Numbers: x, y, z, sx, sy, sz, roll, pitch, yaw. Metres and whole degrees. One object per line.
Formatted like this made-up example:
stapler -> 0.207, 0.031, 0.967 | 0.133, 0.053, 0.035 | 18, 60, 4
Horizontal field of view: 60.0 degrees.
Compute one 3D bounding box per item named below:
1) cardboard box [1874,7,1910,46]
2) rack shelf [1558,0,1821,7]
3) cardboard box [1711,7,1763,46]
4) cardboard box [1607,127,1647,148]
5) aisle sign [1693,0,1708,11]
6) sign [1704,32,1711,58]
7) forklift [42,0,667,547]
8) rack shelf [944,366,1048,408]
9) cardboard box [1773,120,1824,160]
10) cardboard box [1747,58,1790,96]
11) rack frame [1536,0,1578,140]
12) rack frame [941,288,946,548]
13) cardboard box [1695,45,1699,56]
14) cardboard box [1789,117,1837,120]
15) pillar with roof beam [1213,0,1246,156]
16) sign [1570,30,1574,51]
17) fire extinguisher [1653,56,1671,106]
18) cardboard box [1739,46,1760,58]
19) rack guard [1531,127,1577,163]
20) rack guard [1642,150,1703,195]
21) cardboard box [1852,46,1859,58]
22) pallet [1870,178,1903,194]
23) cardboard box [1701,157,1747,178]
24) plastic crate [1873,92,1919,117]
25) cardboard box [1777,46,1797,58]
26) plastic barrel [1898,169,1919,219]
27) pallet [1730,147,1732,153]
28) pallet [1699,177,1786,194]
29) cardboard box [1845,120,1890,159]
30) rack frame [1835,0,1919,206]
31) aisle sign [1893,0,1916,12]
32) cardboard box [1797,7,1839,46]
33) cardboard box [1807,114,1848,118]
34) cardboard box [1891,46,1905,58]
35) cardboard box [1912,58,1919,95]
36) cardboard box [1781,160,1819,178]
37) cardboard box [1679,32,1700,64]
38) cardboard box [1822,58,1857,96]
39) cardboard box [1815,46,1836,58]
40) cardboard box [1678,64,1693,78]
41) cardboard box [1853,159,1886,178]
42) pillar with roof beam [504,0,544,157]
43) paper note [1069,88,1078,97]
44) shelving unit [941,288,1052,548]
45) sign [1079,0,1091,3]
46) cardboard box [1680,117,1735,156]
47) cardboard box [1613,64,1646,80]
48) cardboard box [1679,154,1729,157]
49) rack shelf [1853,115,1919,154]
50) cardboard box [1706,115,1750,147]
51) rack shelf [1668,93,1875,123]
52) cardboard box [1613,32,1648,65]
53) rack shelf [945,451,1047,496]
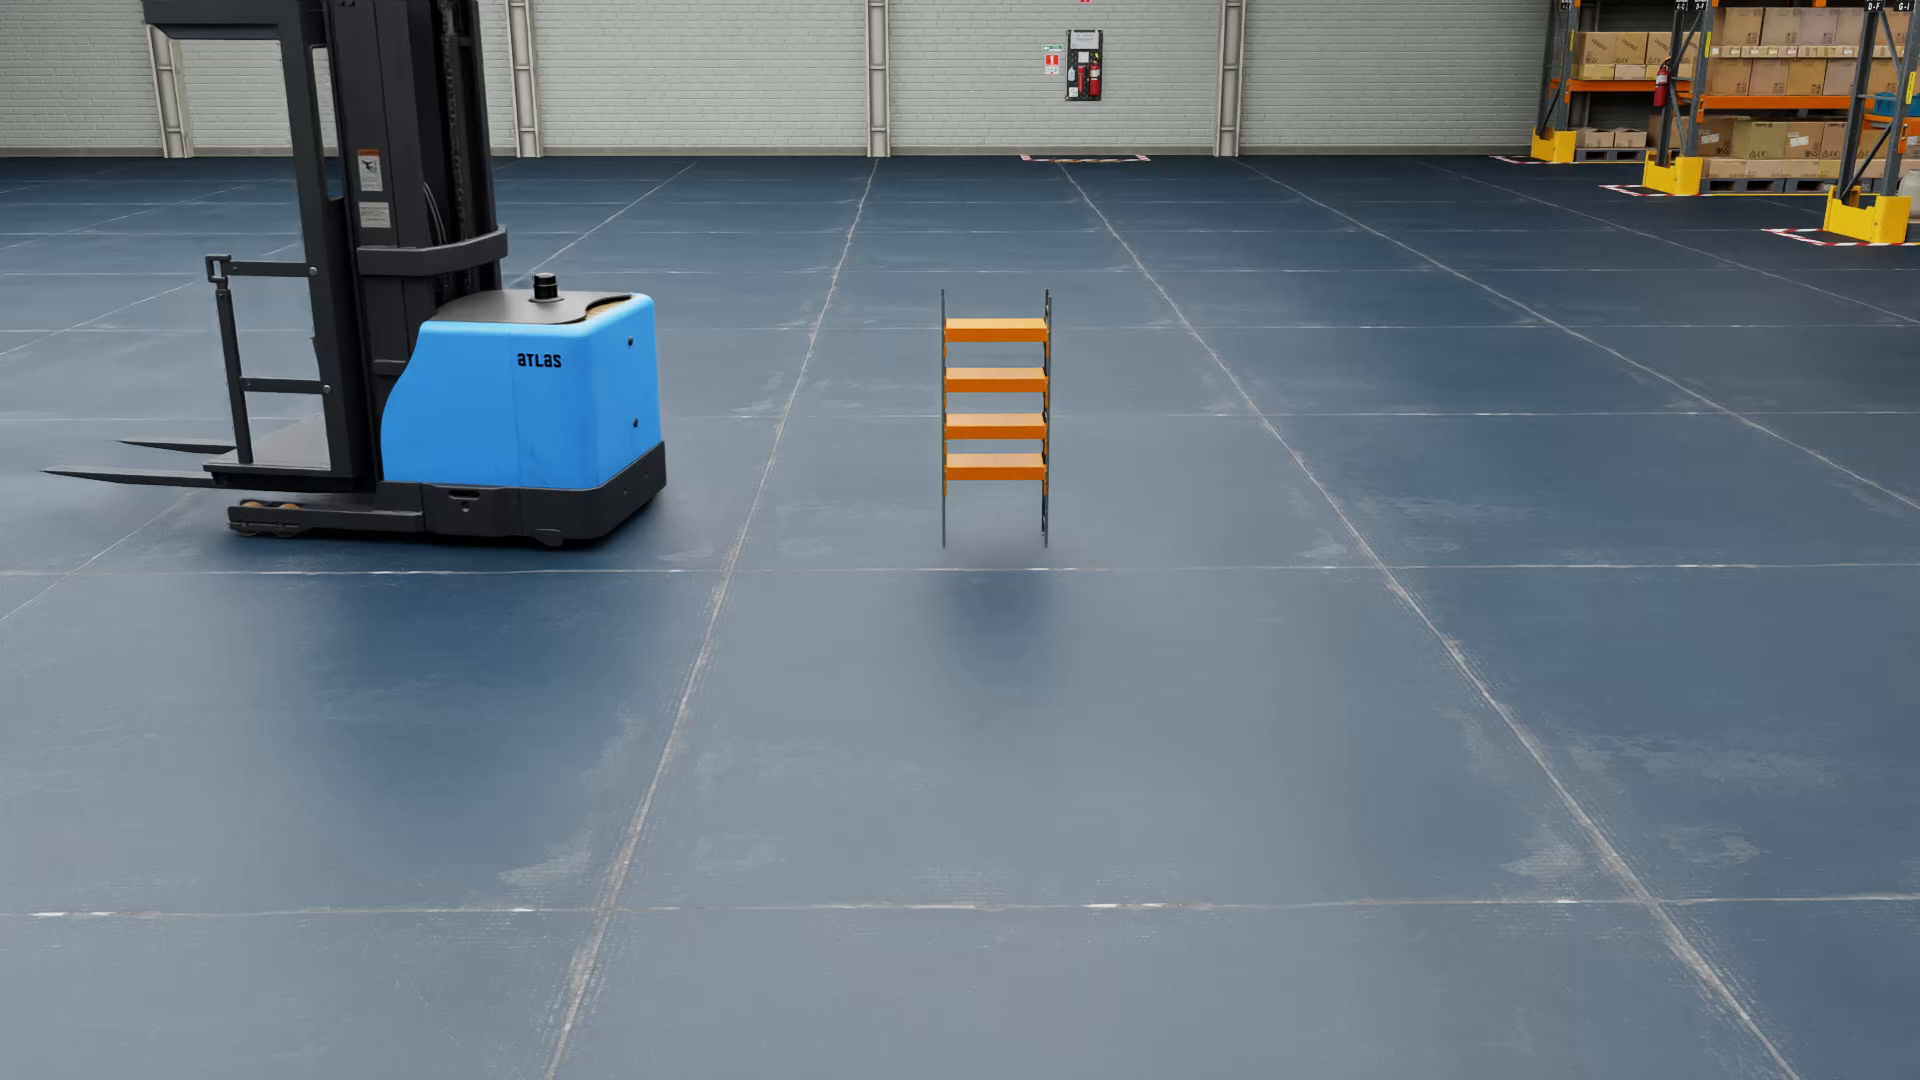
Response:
cardboard box -> 12.546, -7.017, 22.724 | 0.500, 0.500, 0.700 | 0, 18, -1
rack shelf -> 11.913, -8.950, 27.304 | 4.000, 0.370, 1.077 | 0, 18, -1
cardboard box -> 10.516, -7.006, 22.688 | 0.500, 0.500, 0.700 | 0, 18, -1
cardboard box -> 11.177, -6.762, 27.899 | 0.500, 0.311, 0.500 | 1, 18, 4
aisle sign -> 9.935, -7.486, 22.216 | 0.004, 0.787, 0.394 | 0, 18, -1
sign -> 9.998, -6.622, 22.233 | 0.005, 0.325, 0.100 | 0, 18, -1
forklift -> -3.101, -1.559, 8.110 | 3.031, 2.935, 1.130 | 3, 18, 9
rack shelf -> 0.166, -0.721, 7.819 | 0.480, 0.148, 0.258 | 0, 18, -1
cardboard box -> 11.535, -5.533, 22.972 | 0.500, 0.500, 0.500 | 0, 18, -1
cardboard box -> 10.988, -6.392, 22.898 | 0.500, 0.500, 0.700 | 0, 18, 1
rack frame -> 9.914, -7.854, 27.622 | 0.127, 3.000, 1.000 | 0, 18, -1
rack frame -> -0.078, -0.571, 7.863 | 0.015, 1.200, 0.240 | 0, 18, -1
cardboard box -> 10.375, -6.758, 22.978 | 0.250, 0.149, 0.380 | -1, 18, -2
cardboard box -> 12.027, -5.694, 23.474 | 0.500, 0.500, 0.500 | 0, 18, -1
pillar with roof beam -> 4.669, -9.635, 23.351 | 0.400, 9.000, 9.100 | 0, 18, -1
sign -> 9.922, -8.101, 26.973 | 0.005, 0.325, 0.100 | 0, 18, -1
fire extinguisher -> 9.870, -6.446, 23.358 | 0.183, 0.674, 0.296 | 0, 18, -1
cardboard box -> 10.655, -6.636, 22.599 | 0.250, 0.149, 0.380 | -1, 18, -2
rack guard -> 9.990, -6.665, 28.005 | 0.348, 0.500, 1.175 | 0, 18, -1
rack guard -> 9.972, -5.151, 23.287 | 0.348, 0.500, 1.175 | 0, 18, -1
cardboard box -> 12.192, -6.643, 22.619 | 0.250, 0.149, 0.380 | 0, 18, 1
pallet -> 13.199, -5.042, 23.420 | 1.213, 0.211, 1.003 | 0, 18, -1
cardboard box -> 10.535, -5.167, 23.058 | 0.500, 0.250, 0.500 | 0, 18, -1
plastic crate -> 10.566, -4.852, 18.505 | 0.616, 0.251, 0.499 | 0, 18, -1
cardboard box -> 11.157, -6.638, 22.603 | 0.250, 0.149, 0.380 | -1, 18, -2
plastic barrel -> 10.727, -3.871, 18.588 | 0.421, 0.512, 0.421 | 0, 18, 0
pallet -> 13.242, -6.532, 28.064 | 1.213, 0.211, 1.003 | 0, 18, -1
pallet -> 10.760, -5.030, 23.383 | 1.213, 0.211, 1.003 | 0, 18, -1
cardboard box -> 12.535, -5.537, 22.984 | 0.500, 0.500, 0.500 | 0, 18, -1
rack frame -> 10.070, -4.829, 18.190 | 0.127, 3.000, 1.000 | 0, 18, -1
aisle sign -> 10.003, -5.977, 17.512 | 0.004, 0.787, 0.394 | 0, 18, -1
cardboard box -> 11.545, -7.012, 22.709 | 0.500, 0.500, 0.700 | 0, 18, -1
cardboard box -> 14.649, -6.902, 28.024 | 0.500, 0.500, 0.700 | 0, 18, 1
cardboard box -> 12.709, -6.646, 22.630 | 0.250, 0.149, 0.380 | 0, 18, -1
cardboard box -> 13.024, -6.400, 22.924 | 0.500, 0.500, 0.700 | 0, 18, -1
cardboard box -> 11.535, -5.173, 23.076 | 0.500, 0.250, 0.500 | 0, 18, -1
cardboard box -> 11.923, -8.066, 27.267 | 0.500, 0.500, 0.500 | 0, 18, 1
cardboard box -> 12.010, -6.396, 22.911 | 0.500, 0.500, 0.700 | 0, 18, 1
cardboard box -> 11.679, -6.641, 22.613 | 0.250, 0.149, 0.380 | -1, 18, -2
cardboard box -> 11.941, -7.707, 27.376 | 0.500, 0.250, 0.500 | 0, 18, 0
cardboard box -> 12.535, -5.176, 23.087 | 0.500, 0.250, 0.500 | 0, 18, -1
pillar with roof beam -> -7.330, -9.577, 23.170 | 0.400, 9.000, 9.100 | 0, 18, -1
paper note -> 1.951, -7.694, 28.563 | 0.142, 0.148, 0.016 | 0, 18, -1
shelving unit -> 0.166, -0.572, 7.867 | 0.503, 1.200, 0.258 | 0, 18, -1
sign -> 2.120, -9.227, 28.106 | 0.199, 0.298, 0.001 | 0, 18, -1
cardboard box -> 10.527, -5.683, 23.438 | 0.500, 0.500, 0.500 | 0, 18, -1
cardboard box -> 10.926, -7.705, 27.368 | 0.500, 0.250, 0.500 | -1, 18, -3
cardboard box -> 10.527, -5.325, 23.551 | 0.500, 0.250, 0.500 | 0, 18, -1
rack shelf -> 12.070, -4.496, 18.329 | 4.000, 0.370, 1.077 | 0, 18, -1
cardboard box -> 12.876, -6.876, 27.943 | 0.500, 0.500, 0.500 | -2, 18, -5
rack shelf -> 11.995, -6.009, 23.046 | 4.000, 0.370, 1.077 | 0, 18, -1
cardboard box -> 10.890, -8.060, 27.246 | 0.500, 0.500, 0.500 | 0, 18, -1
rack shelf -> 0.166, -0.319, 7.948 | 0.480, 0.148, 0.258 | 0, 18, -1
